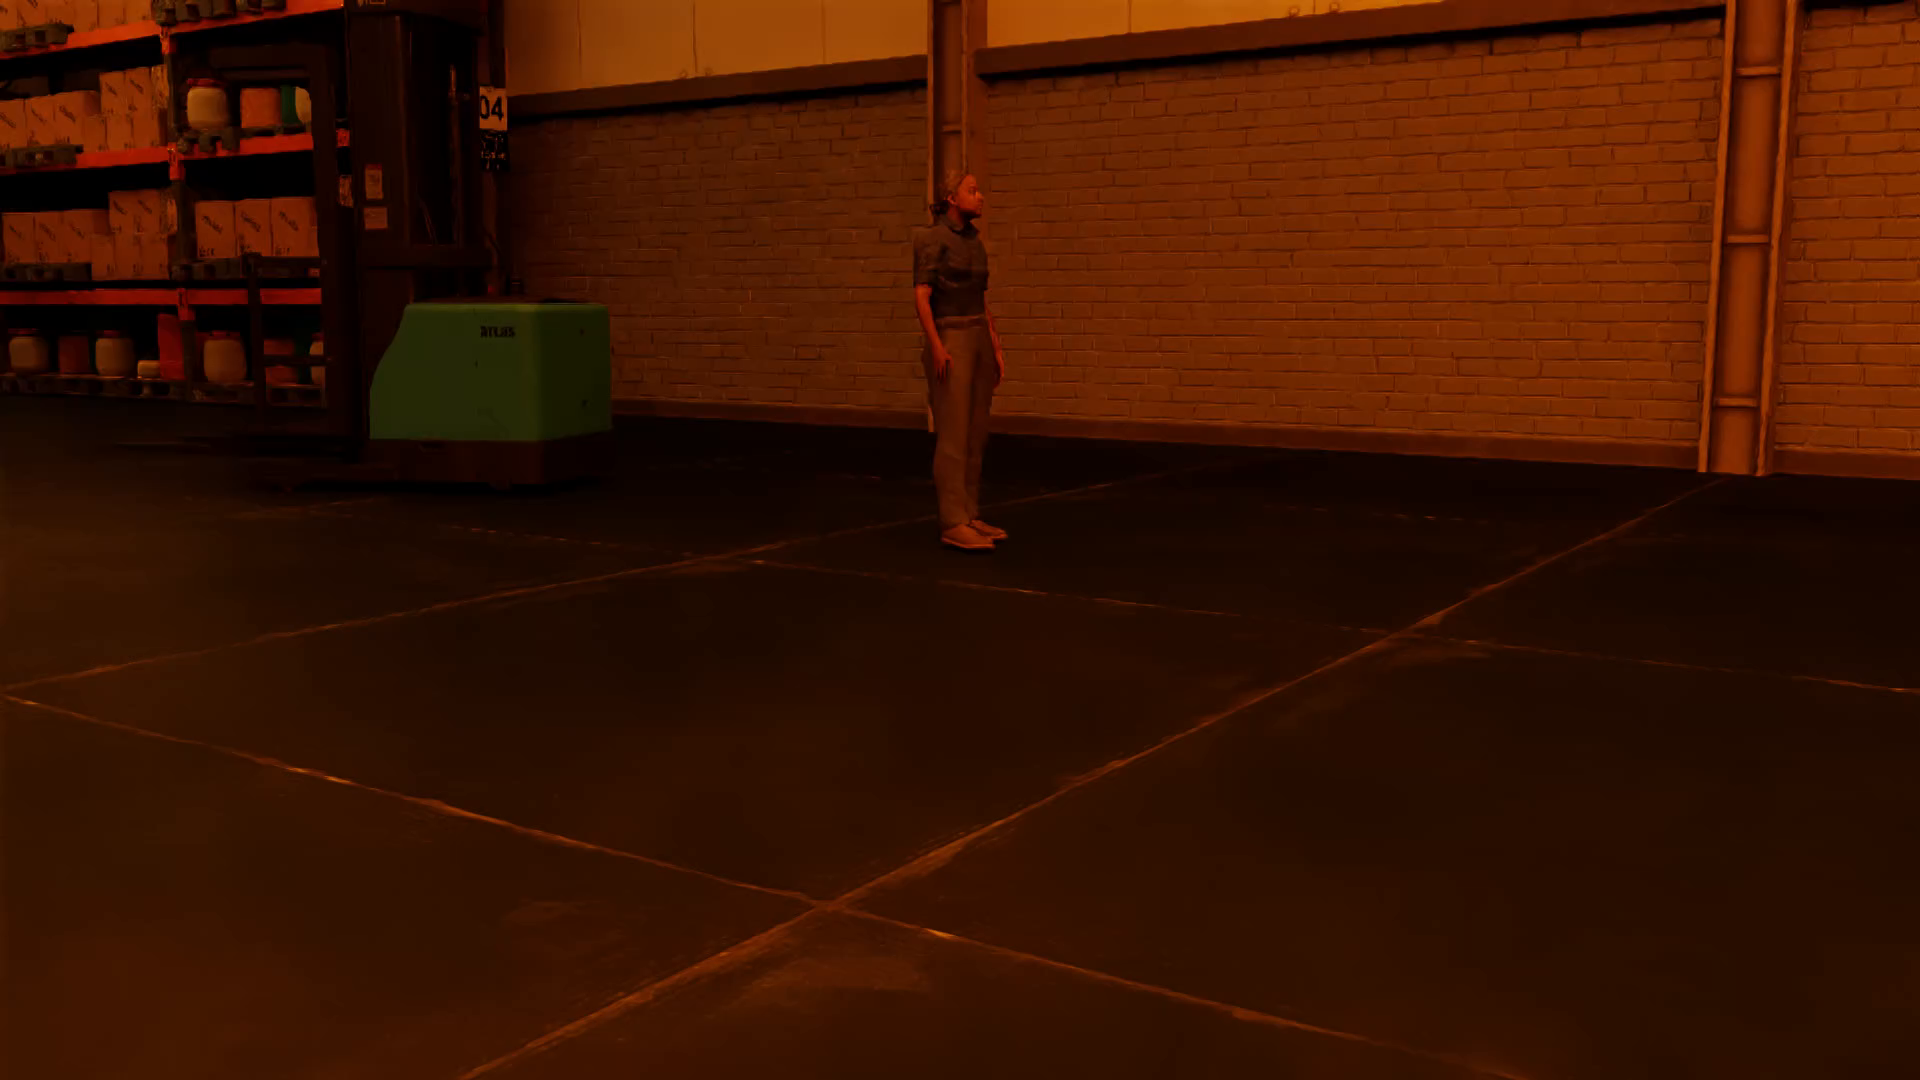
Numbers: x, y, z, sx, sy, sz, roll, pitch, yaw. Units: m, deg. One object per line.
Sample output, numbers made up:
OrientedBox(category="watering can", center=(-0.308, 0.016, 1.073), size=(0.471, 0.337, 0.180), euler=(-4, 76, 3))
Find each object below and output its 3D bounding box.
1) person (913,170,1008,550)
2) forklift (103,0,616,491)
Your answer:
OrientedBox(category="person", center=(0.062, -0.810, 7.422), size=(0.503, 1.641, 0.570), euler=(5, 10, 34))
OrientedBox(category="forklift", center=(-3.682, -1.811, 9.926), size=(3.031, 2.935, 1.130), euler=(2, 8, 14))
